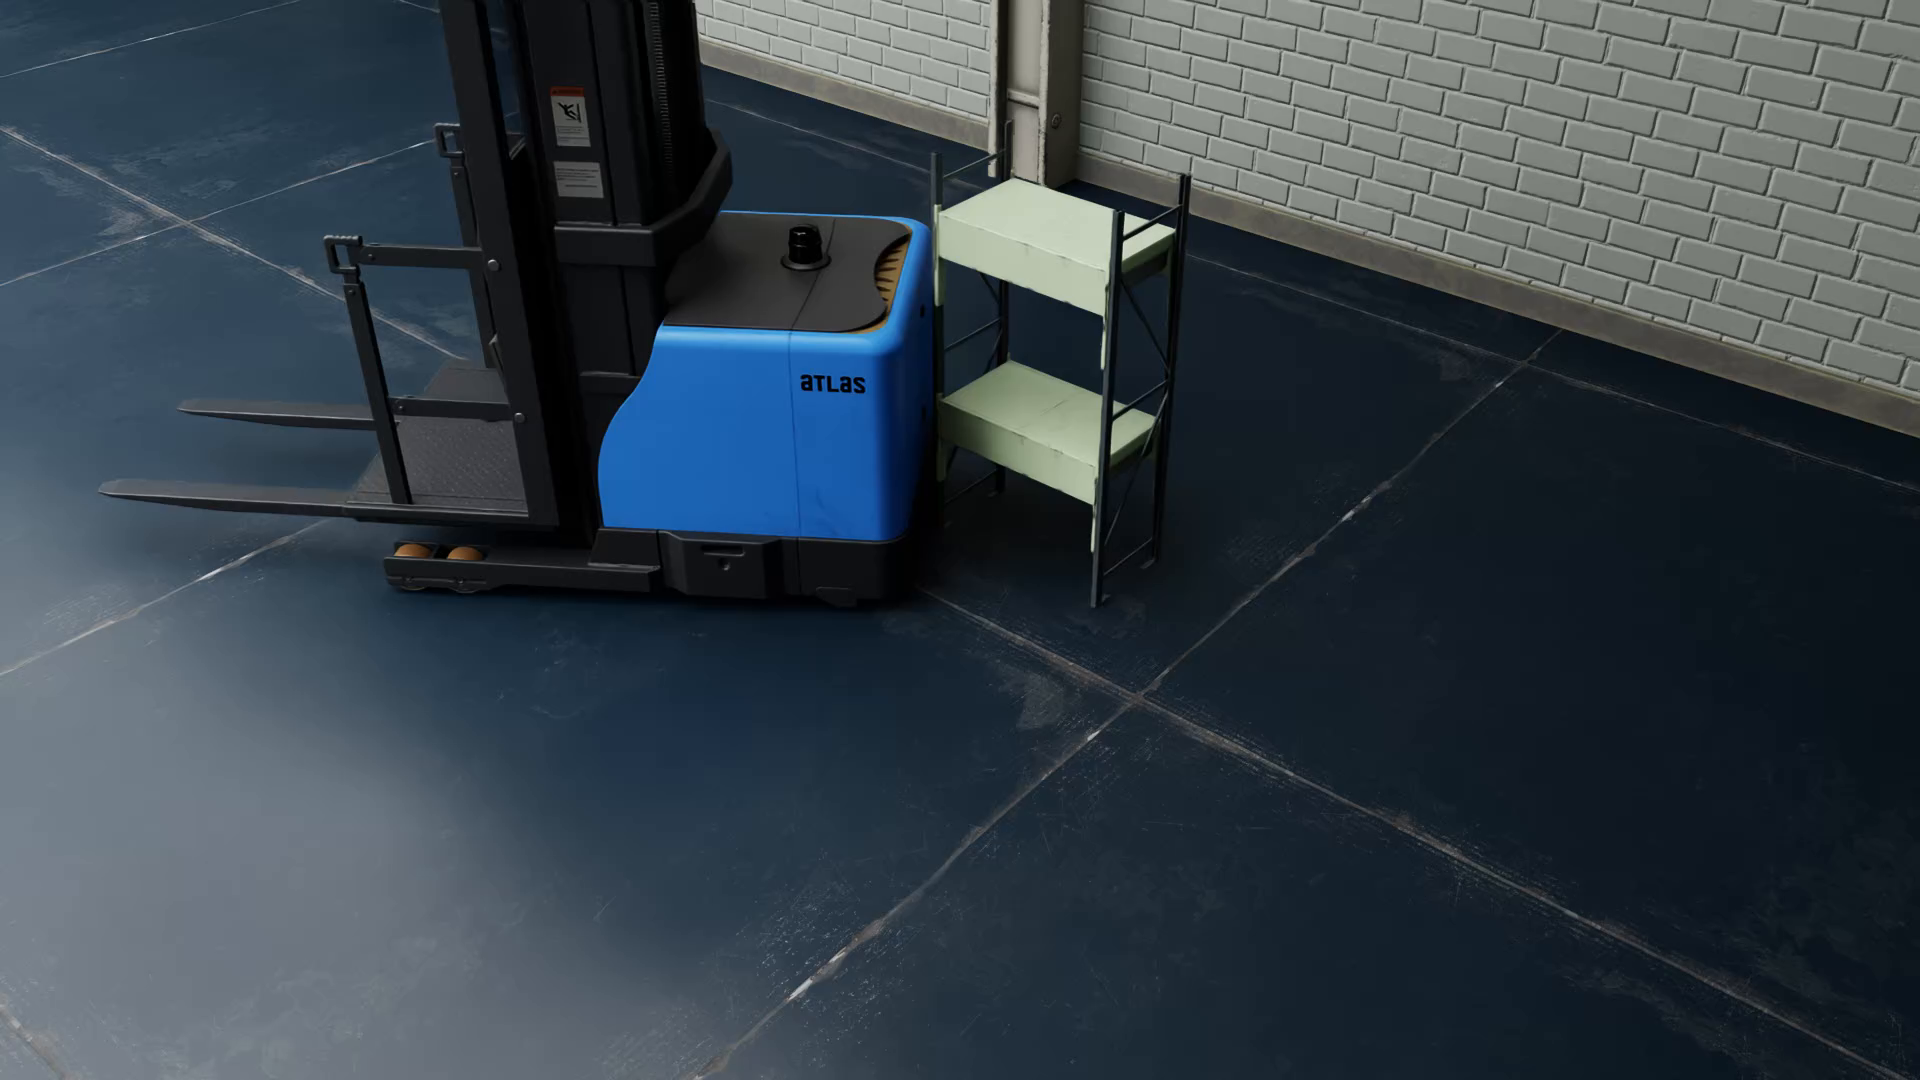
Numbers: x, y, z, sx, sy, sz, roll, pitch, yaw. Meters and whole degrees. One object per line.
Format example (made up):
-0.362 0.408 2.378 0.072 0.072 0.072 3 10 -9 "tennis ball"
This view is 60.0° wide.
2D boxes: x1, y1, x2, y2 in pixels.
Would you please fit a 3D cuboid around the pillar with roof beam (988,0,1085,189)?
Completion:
-2.353 -3.847 3.902 0.400 9.000 9.100 25 42 32 "pillar with roof beam"

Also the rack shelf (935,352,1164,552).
0.321 -0.329 5.980 0.720 0.370 0.431 26 42 32 "rack shelf"

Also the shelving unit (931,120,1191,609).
0.321 -0.598 5.796 0.755 1.500 0.431 26 42 32 "shelving unit"

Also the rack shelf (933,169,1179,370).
0.321 -0.919 5.575 0.720 0.370 0.431 26 42 32 "rack shelf"

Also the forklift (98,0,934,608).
-1.637 -1.310 5.569 3.031 2.935 1.130 3 35 4 "forklift"

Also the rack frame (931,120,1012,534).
0.041 -0.731 5.990 0.023 1.500 0.400 26 42 32 "rack frame"

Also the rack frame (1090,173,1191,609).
0.601 -0.464 5.601 0.023 1.500 0.400 26 42 32 "rack frame"
